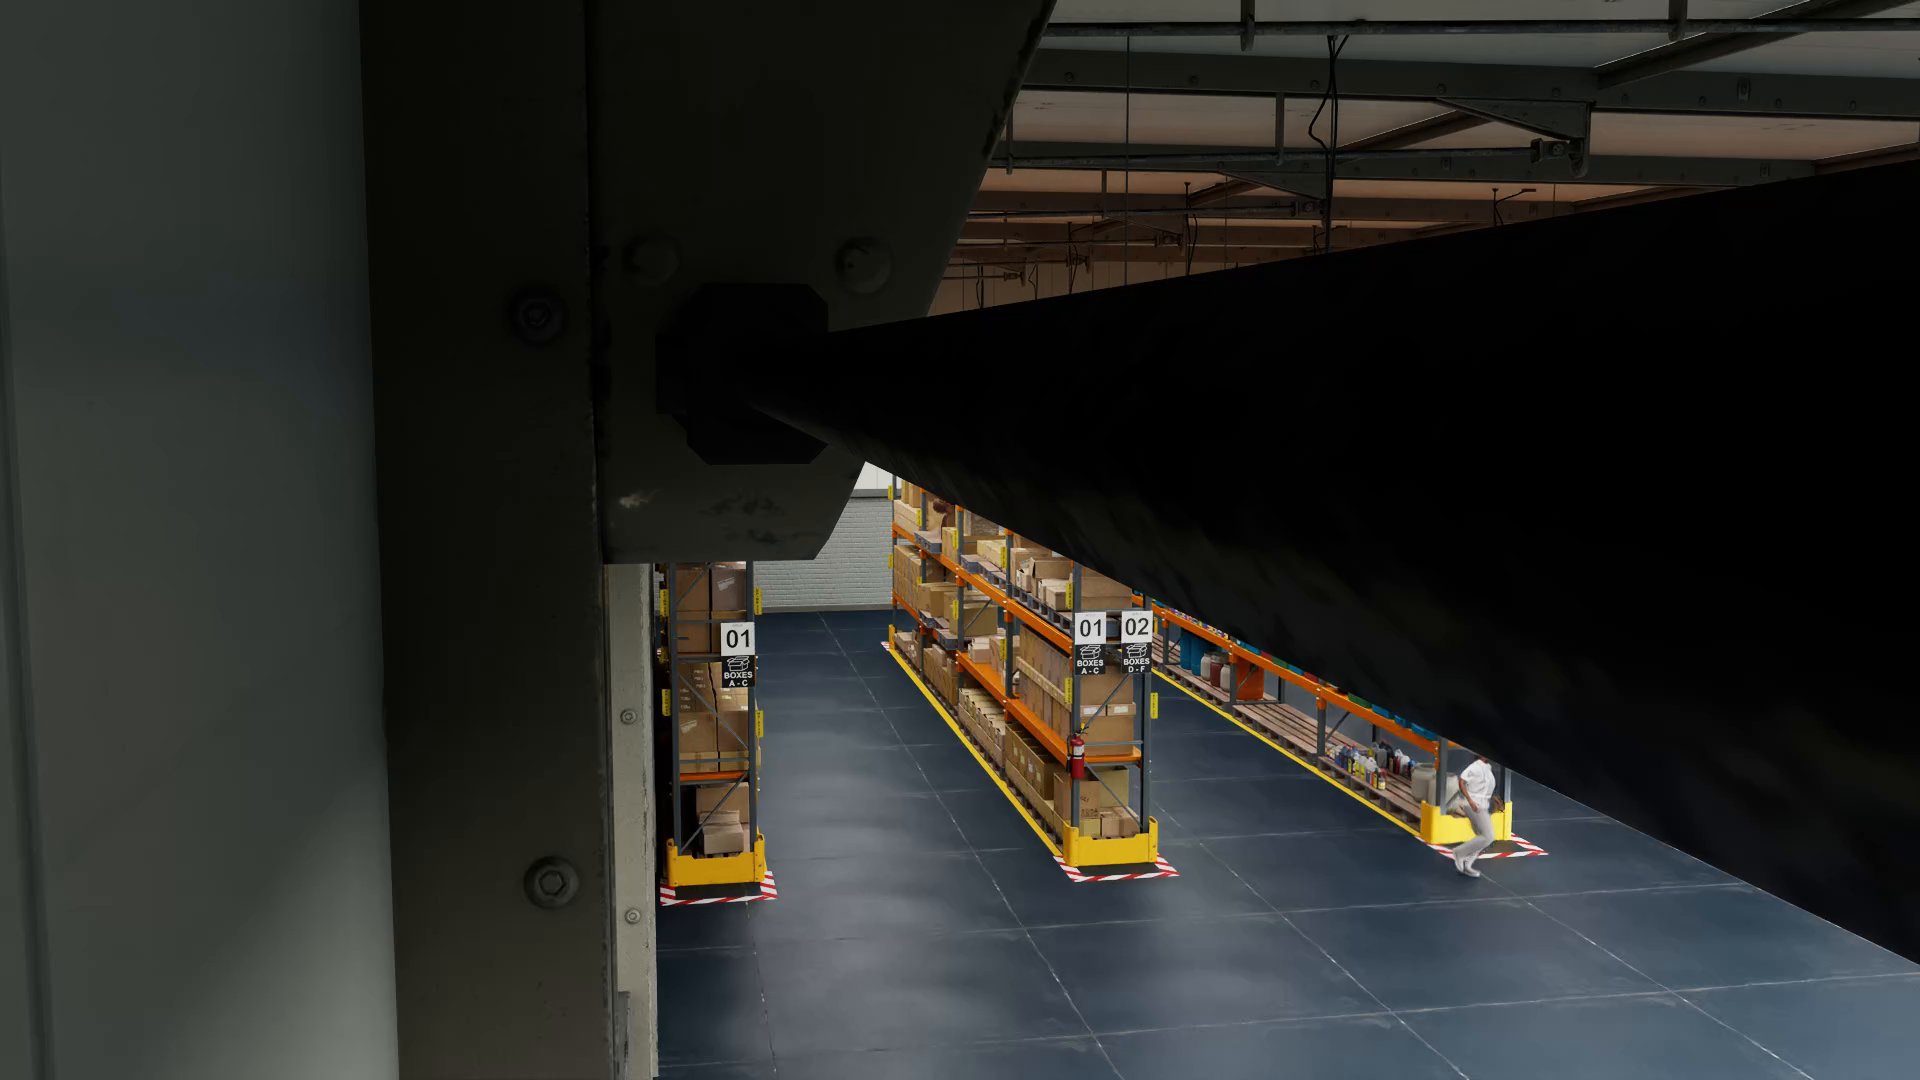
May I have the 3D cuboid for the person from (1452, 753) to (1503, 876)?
[{"bbox_3d":[6.423,3.302,20.545,0.524,1.634,0.641,4,7,31],"label":"person"}]
